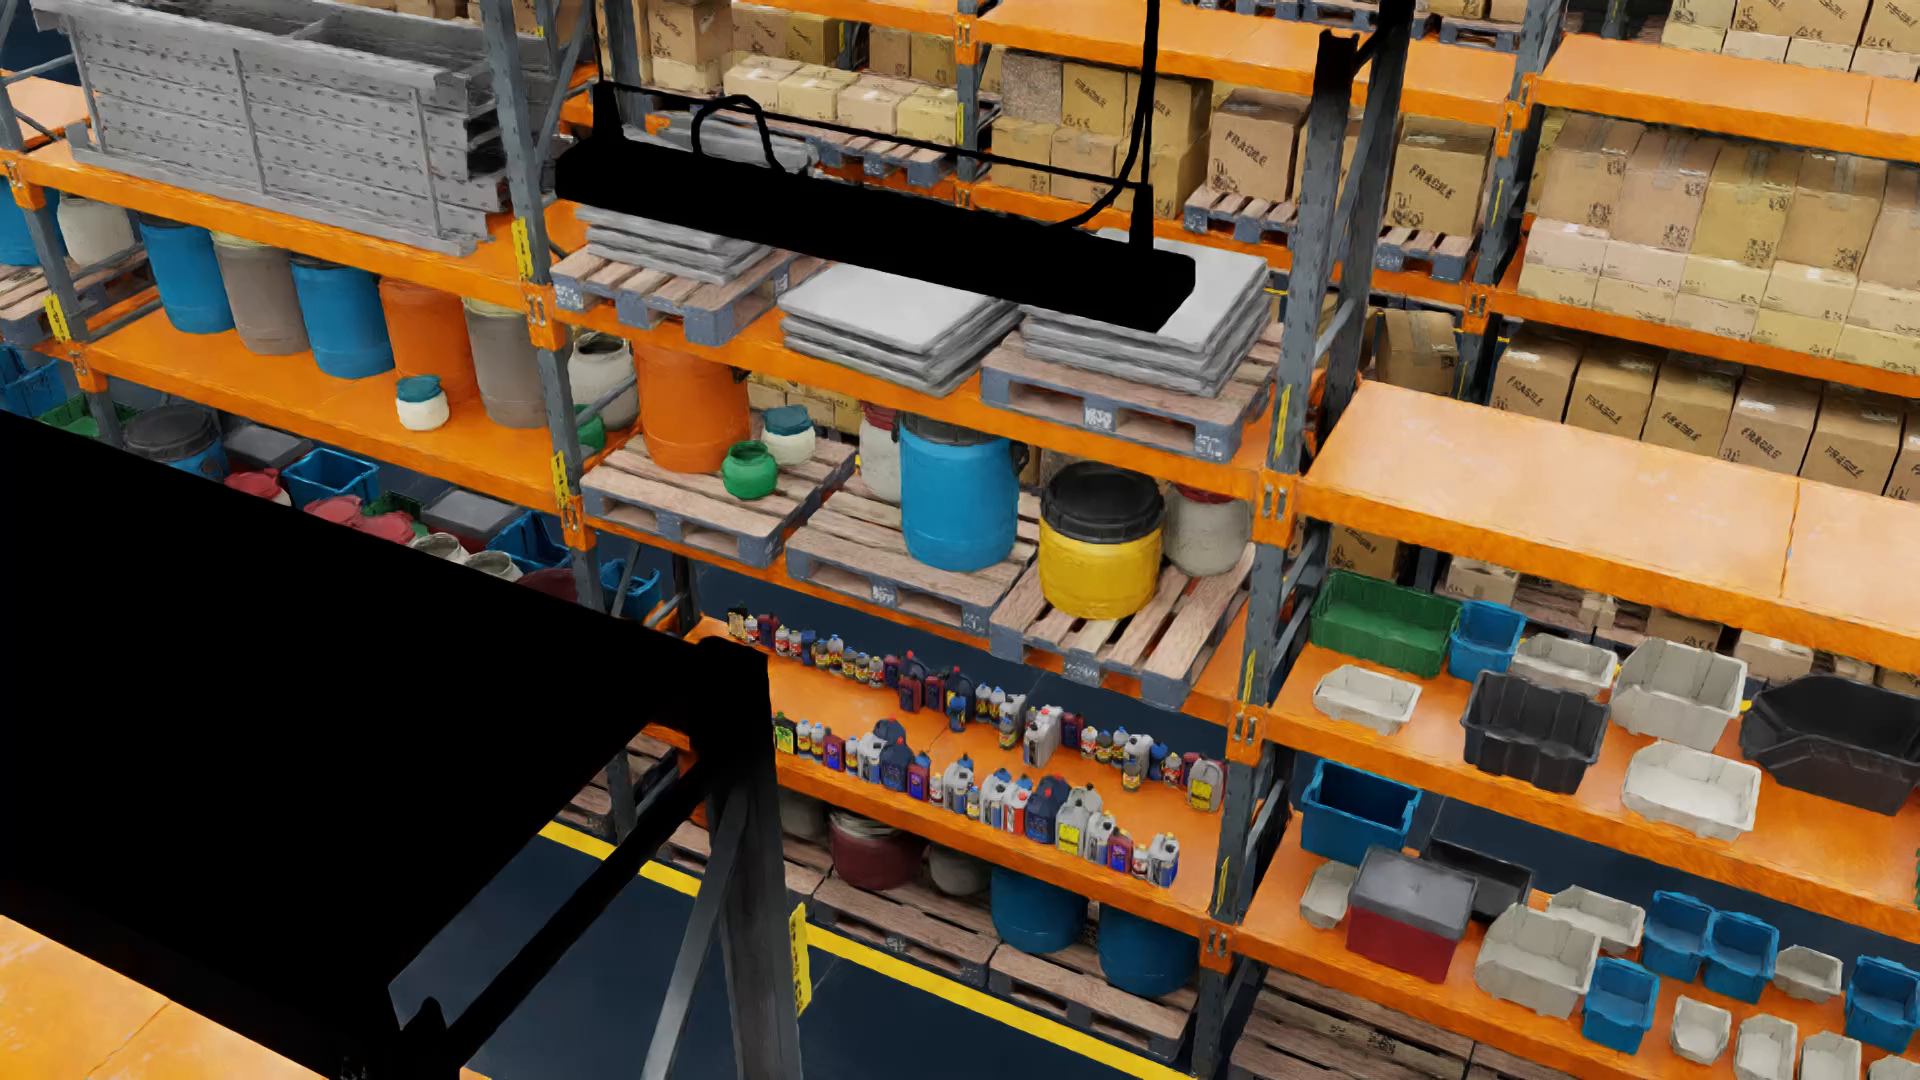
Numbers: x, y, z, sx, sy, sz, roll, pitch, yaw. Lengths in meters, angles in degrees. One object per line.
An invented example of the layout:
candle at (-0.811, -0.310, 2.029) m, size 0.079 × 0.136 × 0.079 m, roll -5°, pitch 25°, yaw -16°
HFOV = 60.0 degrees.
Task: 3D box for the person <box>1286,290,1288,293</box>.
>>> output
person at (2.988, -1.599, 14.739) m, size 1.110 × 1.591 × 0.445 m, roll 15°, pitch 38°, yaw 20°
